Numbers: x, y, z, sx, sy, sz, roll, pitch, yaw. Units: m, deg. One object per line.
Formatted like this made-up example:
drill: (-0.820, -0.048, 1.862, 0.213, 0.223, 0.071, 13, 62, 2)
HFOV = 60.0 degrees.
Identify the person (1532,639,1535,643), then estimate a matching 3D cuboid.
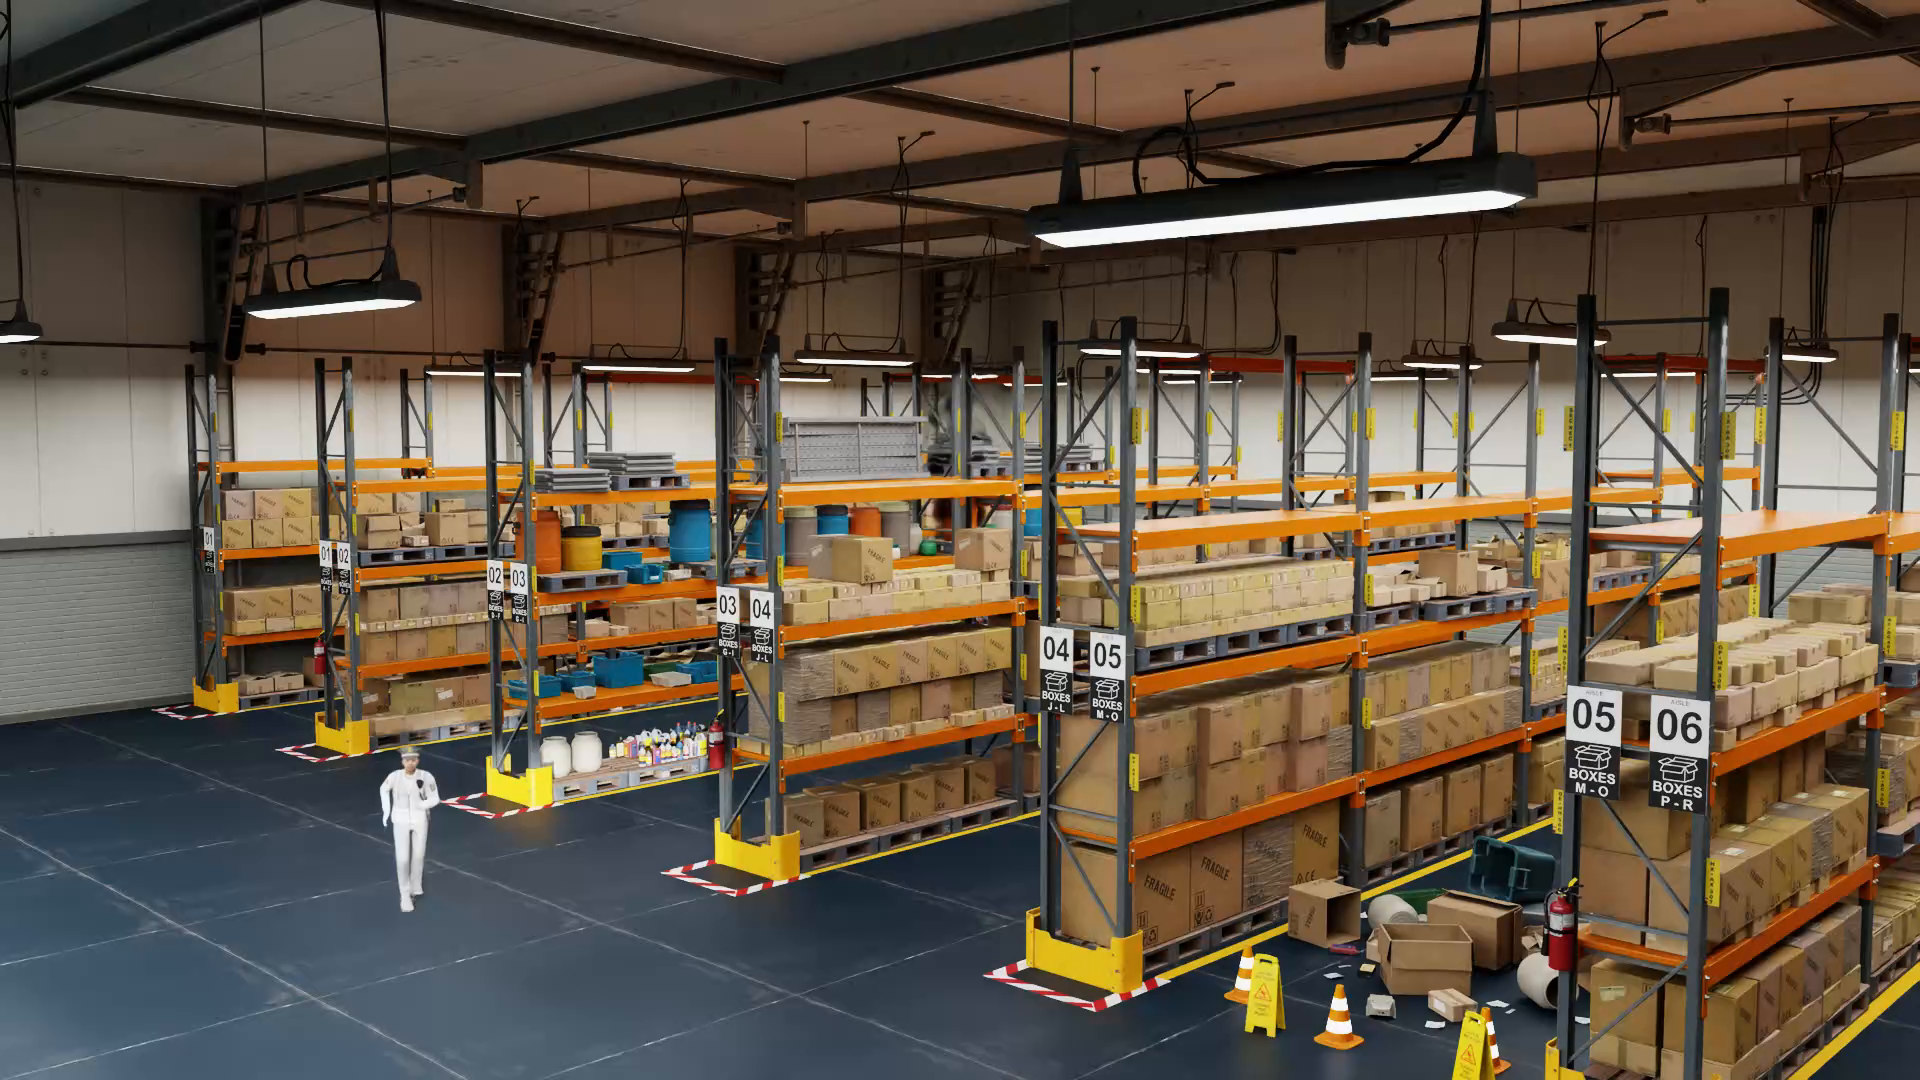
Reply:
person: (9.013, 2.361, 25.903, 0.705, 1.730, 1.022, 4, 6, 40)

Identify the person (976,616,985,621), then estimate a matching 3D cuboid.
person: (0.471, 1.726, 32.741, 0.665, 1.711, 0.971, 2, 5, 28)

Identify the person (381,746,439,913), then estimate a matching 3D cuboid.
person: (-5.742, 2.995, 17.392, 0.572, 1.738, 0.811, -2, 5, -20)
